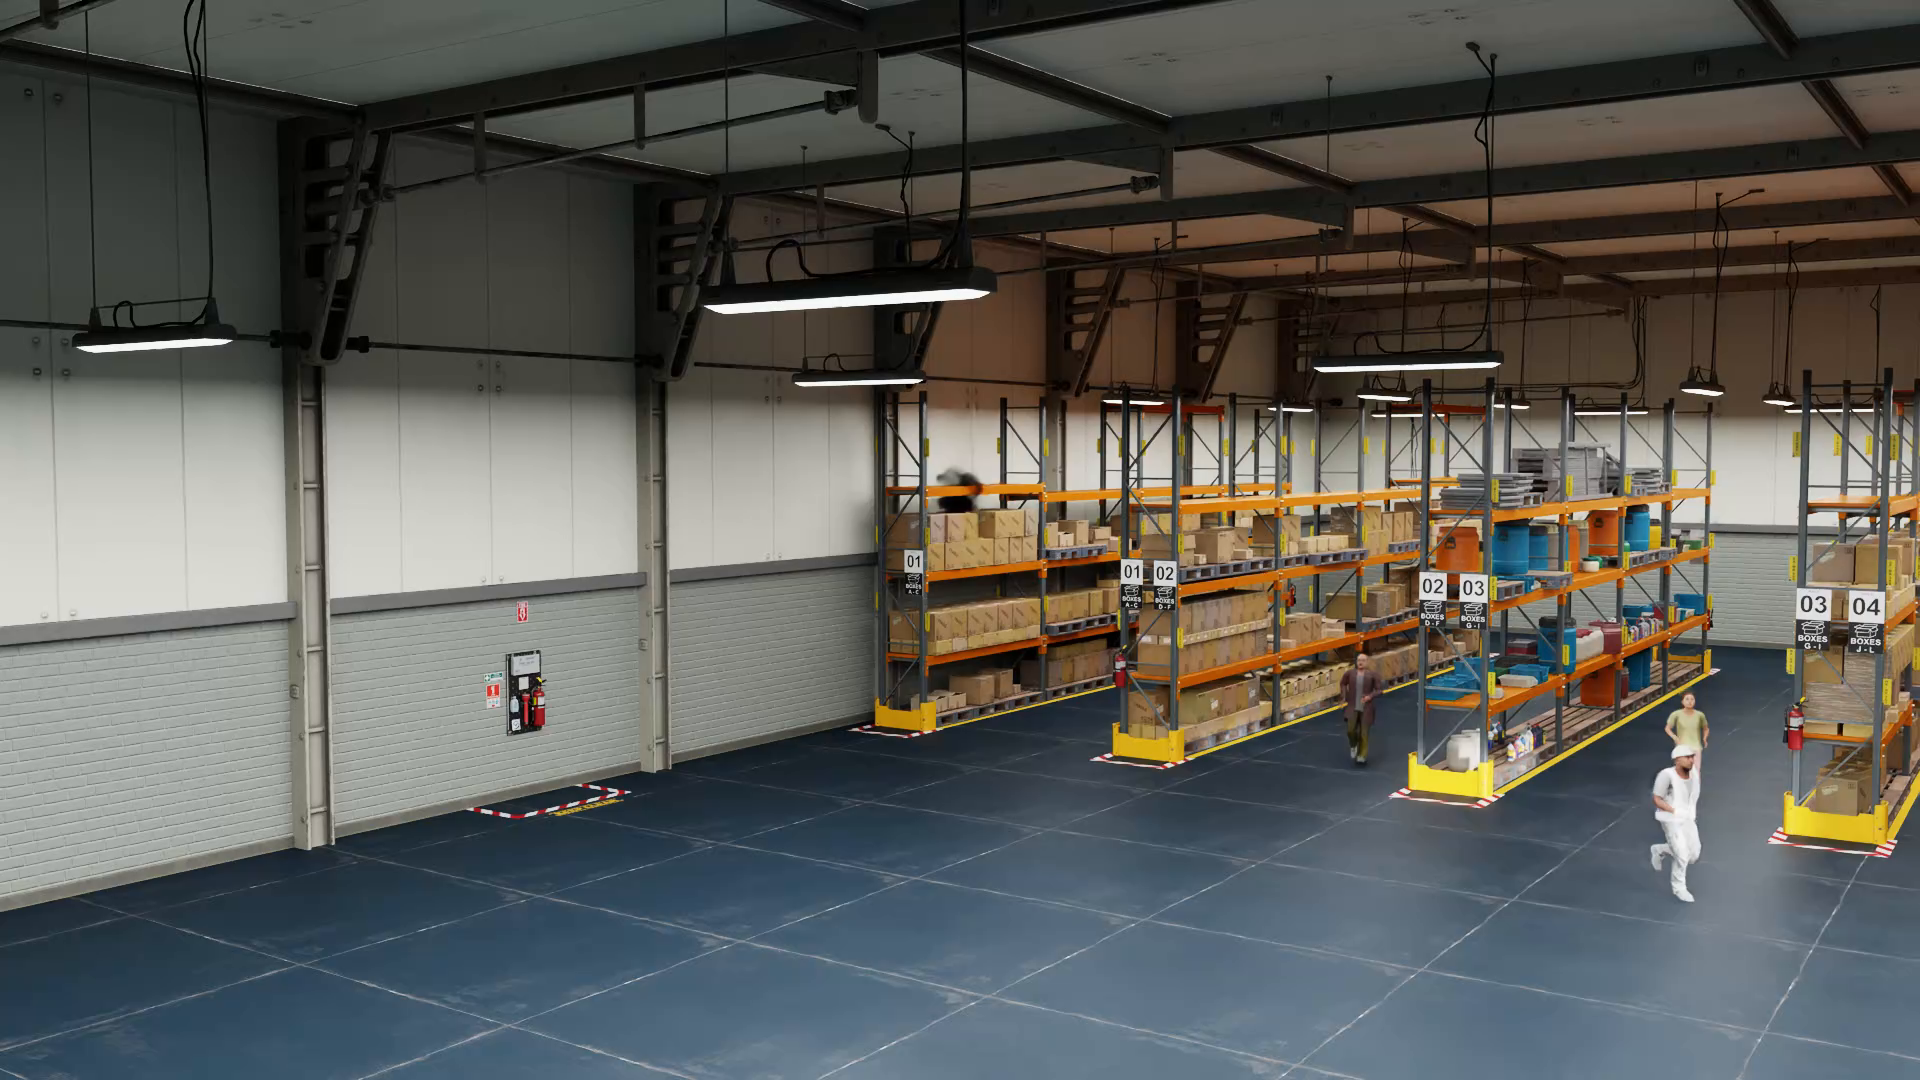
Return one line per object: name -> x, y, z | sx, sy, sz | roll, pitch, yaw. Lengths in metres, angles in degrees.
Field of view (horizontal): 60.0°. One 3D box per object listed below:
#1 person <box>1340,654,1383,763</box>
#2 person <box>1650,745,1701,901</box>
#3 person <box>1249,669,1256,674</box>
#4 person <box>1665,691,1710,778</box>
person -> 6.313, 2.667, 26.255 | 0.703, 1.733, 0.628 | 1, 3, 21
person -> 7.989, 3.124, 18.553 | 0.725, 1.732, 0.710 | -1, 3, -25
person -> 5.886, 2.193, 34.374 | 0.650, 1.828, 0.772 | 2, 4, 33
person -> 10.108, 2.906, 23.092 | 0.580, 1.619, 0.625 | 1, 3, 13
